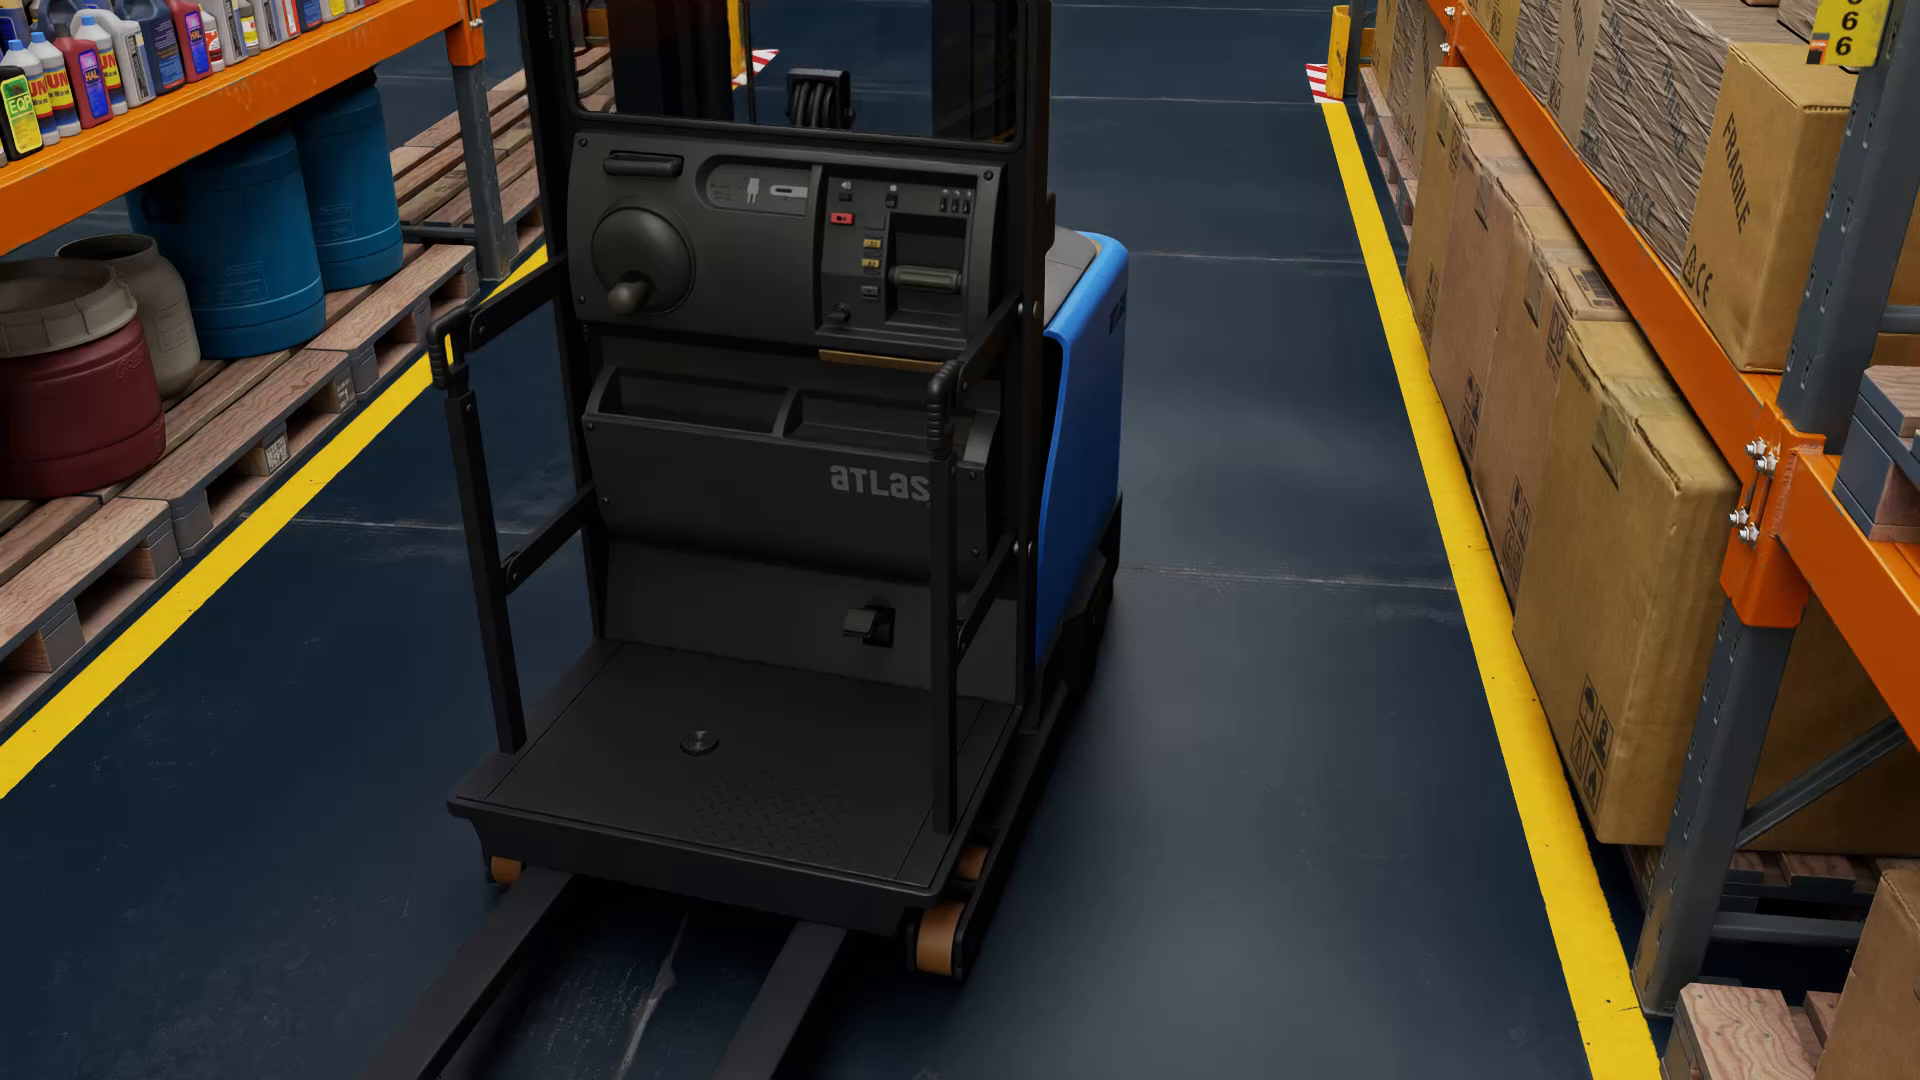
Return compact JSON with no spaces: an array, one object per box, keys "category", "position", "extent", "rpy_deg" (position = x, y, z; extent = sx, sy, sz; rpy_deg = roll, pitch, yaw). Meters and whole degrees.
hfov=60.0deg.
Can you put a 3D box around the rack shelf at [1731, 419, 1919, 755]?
[{"category":"rack shelf","position":[1.665,0.922,1.135],"extent":[1.077,0.370,4.000],"rpy_deg":[3,28,6]}]

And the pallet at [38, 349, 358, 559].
[{"category":"pallet","position":[-2.798,-0.343,5.664],"extent":[1.003,0.211,1.213],"rpy_deg":[3,28,6]}]

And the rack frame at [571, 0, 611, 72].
[{"category":"rack frame","position":[-2.025,-4.390,10.236],"extent":[1.000,3.000,0.127],"rpy_deg":[3,28,6]}]

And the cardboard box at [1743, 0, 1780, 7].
[{"category":"cardboard box","position":[2.099,-1.472,3.657],"extent":[0.797,0.503,0.637],"rpy_deg":[4,29,7]}]

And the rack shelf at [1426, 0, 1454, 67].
[{"category":"rack shelf","position":[2.646,-2.844,8.125],"extent":[1.077,0.370,4.000],"rpy_deg":[3,28,6]}]

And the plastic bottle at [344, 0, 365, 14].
[{"category":"plastic bottle","position":[-2.287,-2.076,6.072],"extent":[0.152,0.276,0.135],"rpy_deg":[3,28,6]}]

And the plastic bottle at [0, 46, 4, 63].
[{"category":"plastic bottle","position":[-3.014,-1.557,5.113],"extent":[0.097,0.271,0.097],"rpy_deg":[0,28,0]}]

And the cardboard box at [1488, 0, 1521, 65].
[{"category":"cardboard box","position":[2.035,-1.825,5.369],"extent":[0.500,0.500,0.500],"rpy_deg":[3,28,6]}]

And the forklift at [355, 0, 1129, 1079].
[{"category":"forklift","position":[-0.431,-0.574,3.225],"extent":[1.130,2.935,3.031],"rpy_deg":[8,29,14]}]

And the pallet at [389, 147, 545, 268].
[{"category":"pallet","position":[-2.463,-1.628,8.049],"extent":[1.003,0.211,1.213],"rpy_deg":[3,28,6]}]

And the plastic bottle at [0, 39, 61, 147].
[{"category":"plastic bottle","position":[-2.489,-1.195,4.441],"extent":[0.097,0.271,0.097],"rpy_deg":[0,28,0]}]

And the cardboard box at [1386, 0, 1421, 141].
[{"category":"cardboard box","position":[2.780,-2.618,8.744],"extent":[0.875,0.875,0.875],"rpy_deg":[3,28,6]}]

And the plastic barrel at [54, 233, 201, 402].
[{"category":"plastic barrel","position":[-2.843,-0.748,5.656],"extent":[0.421,0.512,0.421],"rpy_deg":[0,28,0]}]

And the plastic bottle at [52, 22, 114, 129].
[{"category":"plastic bottle","position":[-2.444,-1.299,4.622],"extent":[0.061,0.283,0.133],"rpy_deg":[3,28,6]}]

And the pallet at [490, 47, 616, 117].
[{"category":"pallet","position":[-2.164,-2.777,10.181],"extent":[1.003,0.211,1.213],"rpy_deg":[3,28,6]}]

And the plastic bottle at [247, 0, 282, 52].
[{"category":"plastic bottle","position":[-2.366,-1.776,5.514],"extent":[0.152,0.276,0.135],"rpy_deg":[3,28,6]}]

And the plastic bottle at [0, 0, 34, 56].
[{"category":"plastic bottle","position":[-3.092,-1.712,5.396],"extent":[0.152,0.276,0.135],"rpy_deg":[3,28,6]}]

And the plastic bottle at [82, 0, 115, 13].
[{"category":"plastic bottle","position":[-2.912,-1.812,5.582],"extent":[0.152,0.276,0.135],"rpy_deg":[3,28,6]}]

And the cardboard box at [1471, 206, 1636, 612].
[{"category":"cardboard box","position":[2.133,-0.329,4.495],"extent":[1.225,0.875,0.875],"rpy_deg":[3,29,6]}]

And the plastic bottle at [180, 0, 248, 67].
[{"category":"plastic bottle","position":[-2.394,-1.667,5.312],"extent":[0.152,0.276,0.135],"rpy_deg":[3,28,6]}]

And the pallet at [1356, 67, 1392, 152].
[{"category":"pallet","position":[2.870,-2.494,9.656],"extent":[1.003,0.211,1.213],"rpy_deg":[3,28,6]}]

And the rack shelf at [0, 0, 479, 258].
[{"category":"rack shelf","position":[-2.760,-1.249,5.165],"extent":[1.077,0.370,4.000],"rpy_deg":[3,28,6]}]

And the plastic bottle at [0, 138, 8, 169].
[{"category":"plastic bottle","position":[-2.517,-1.055,4.256],"extent":[0.097,0.201,0.097],"rpy_deg":[0,28,0]}]

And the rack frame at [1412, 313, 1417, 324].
[{"category":"rack frame","position":[2.401,-2.219,6.207],"extent":[1.000,3.000,0.127],"rpy_deg":[3,28,6]}]

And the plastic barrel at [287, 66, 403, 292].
[{"category":"plastic barrel","position":[-2.599,-1.513,6.666],"extent":[0.600,0.901,0.708],"rpy_deg":[3,28,6]}]

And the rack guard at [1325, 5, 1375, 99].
[{"category":"rack guard","position":[2.894,-3.013,10.316],"extent":[1.175,0.500,0.348],"rpy_deg":[3,28,6]}]

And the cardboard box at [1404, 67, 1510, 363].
[{"category":"cardboard box","position":[2.342,-1.167,6.050],"extent":[1.225,0.875,0.875],"rpy_deg":[3,29,6]}]

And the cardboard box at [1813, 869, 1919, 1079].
[{"category":"cardboard box","position":[1.848,0.887,2.613],"extent":[0.700,0.500,0.500],"rpy_deg":[2,28,4]}]

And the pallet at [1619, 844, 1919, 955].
[{"category":"pallet","position":[2.082,0.524,4.054],"extent":[1.003,0.211,1.213],"rpy_deg":[3,28,6]}]

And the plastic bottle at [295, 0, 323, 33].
[{"category":"plastic bottle","position":[-2.326,-1.947,5.753],"extent":[0.144,0.351,0.185],"rpy_deg":[3,28,6]}]

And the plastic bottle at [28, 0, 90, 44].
[{"category":"plastic bottle","position":[-2.605,-1.461,4.851],"extent":[0.144,0.351,0.185],"rpy_deg":[3,28,6]}]

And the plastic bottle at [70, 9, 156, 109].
[{"category":"plastic bottle","position":[-2.461,-1.408,4.831],"extent":[0.152,0.276,0.135],"rpy_deg":[3,28,6]}]

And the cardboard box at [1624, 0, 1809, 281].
[{"category":"cardboard box","position":[1.792,-0.862,3.581],"extent":[0.500,0.500,0.500],"rpy_deg":[3,28,6]}]

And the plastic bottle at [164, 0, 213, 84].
[{"category":"plastic bottle","position":[-2.377,-1.558,5.103],"extent":[0.061,0.283,0.133],"rpy_deg":[3,28,6]}]

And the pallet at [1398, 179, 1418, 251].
[{"category":"pallet","position":[2.571,-1.345,7.524],"extent":[1.003,0.211,1.213],"rpy_deg":[3,28,6]}]

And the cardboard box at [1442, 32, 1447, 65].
[{"category":"cardboard box","position":[2.561,-1.775,7.180],"extent":[0.875,0.875,0.875],"rpy_deg":[3,28,6]}]

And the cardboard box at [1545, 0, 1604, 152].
[{"category":"cardboard box","position":[1.916,-1.346,4.480],"extent":[0.500,0.500,0.500],"rpy_deg":[4,29,7]}]
